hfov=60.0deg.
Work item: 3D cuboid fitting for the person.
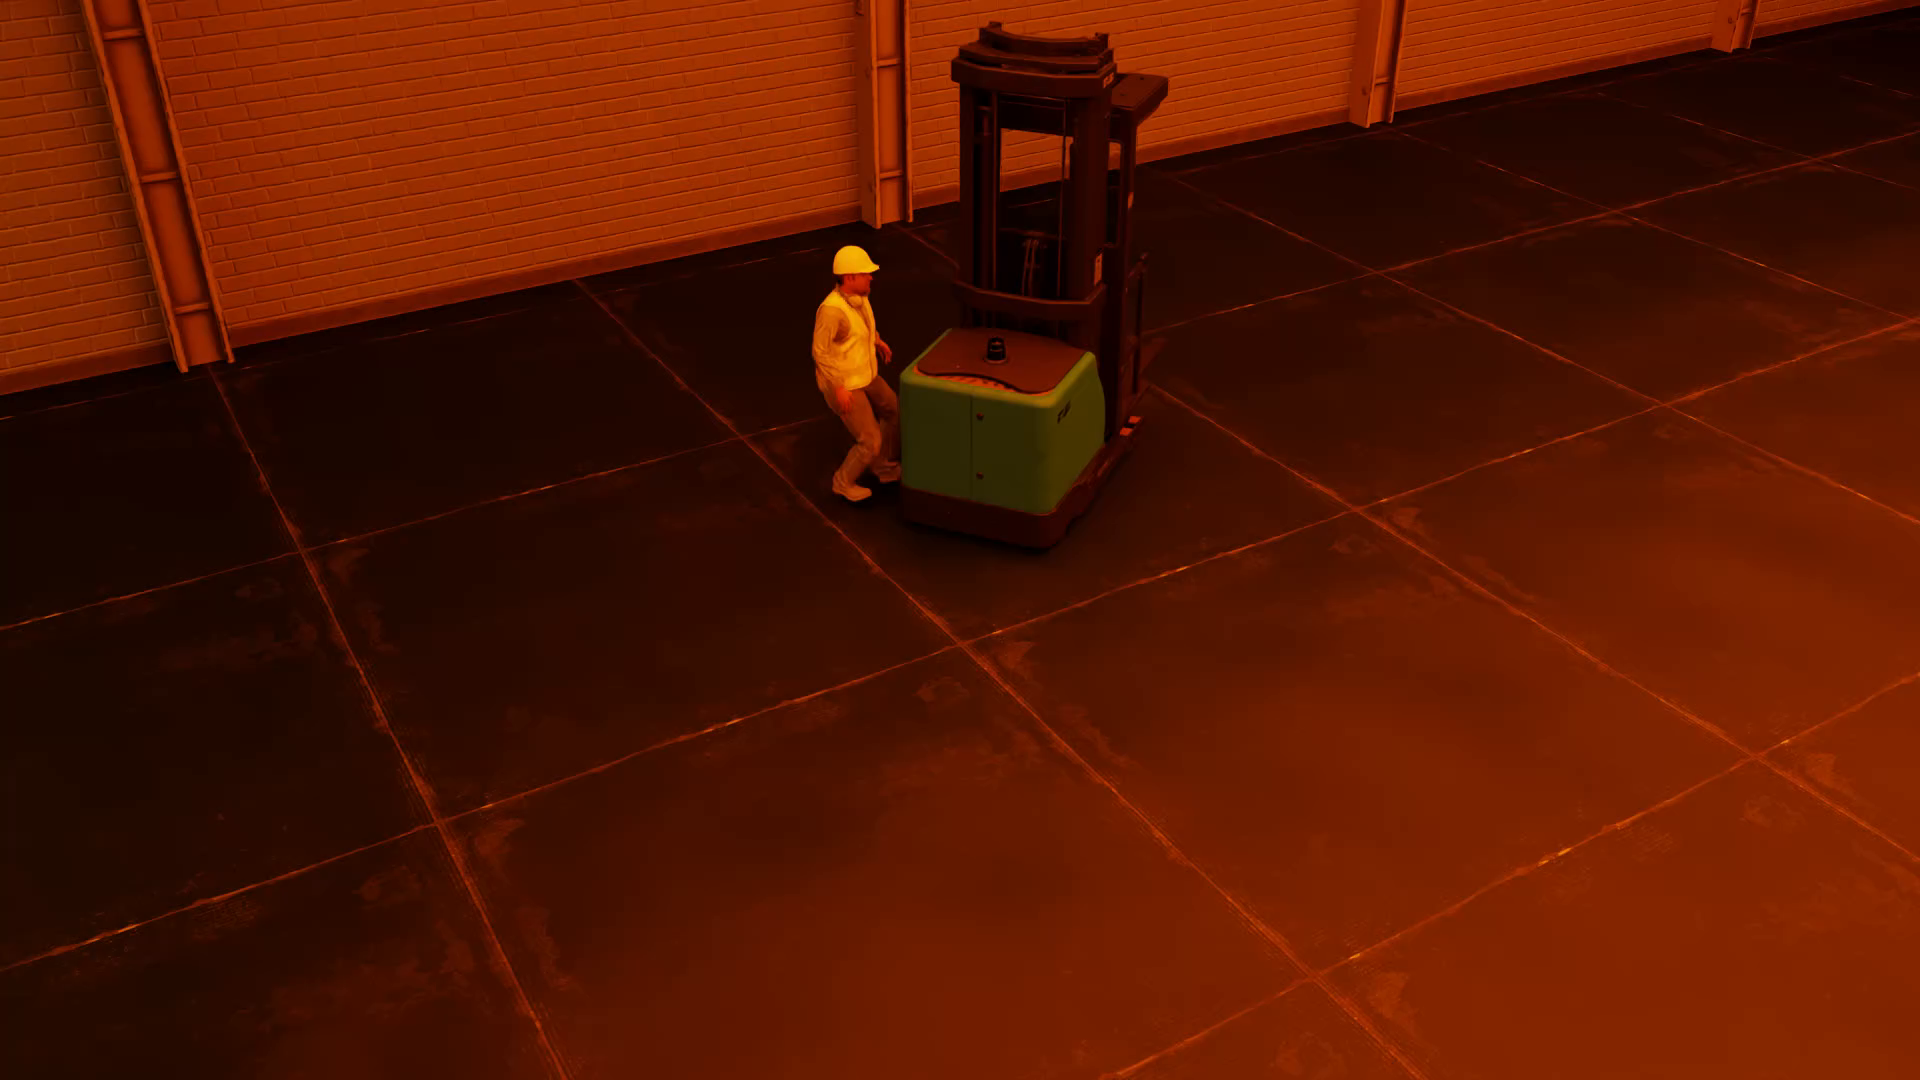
[{"bbox_3d":[-0.602,-1.033,10.534,0.578,1.708,0.873,9,32,15],"label":"person"}]

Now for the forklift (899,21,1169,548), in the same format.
[{"bbox_3d":[0.657,-1.947,10.898,1.130,2.935,3.031,12,33,20],"label":"forklift"}]
